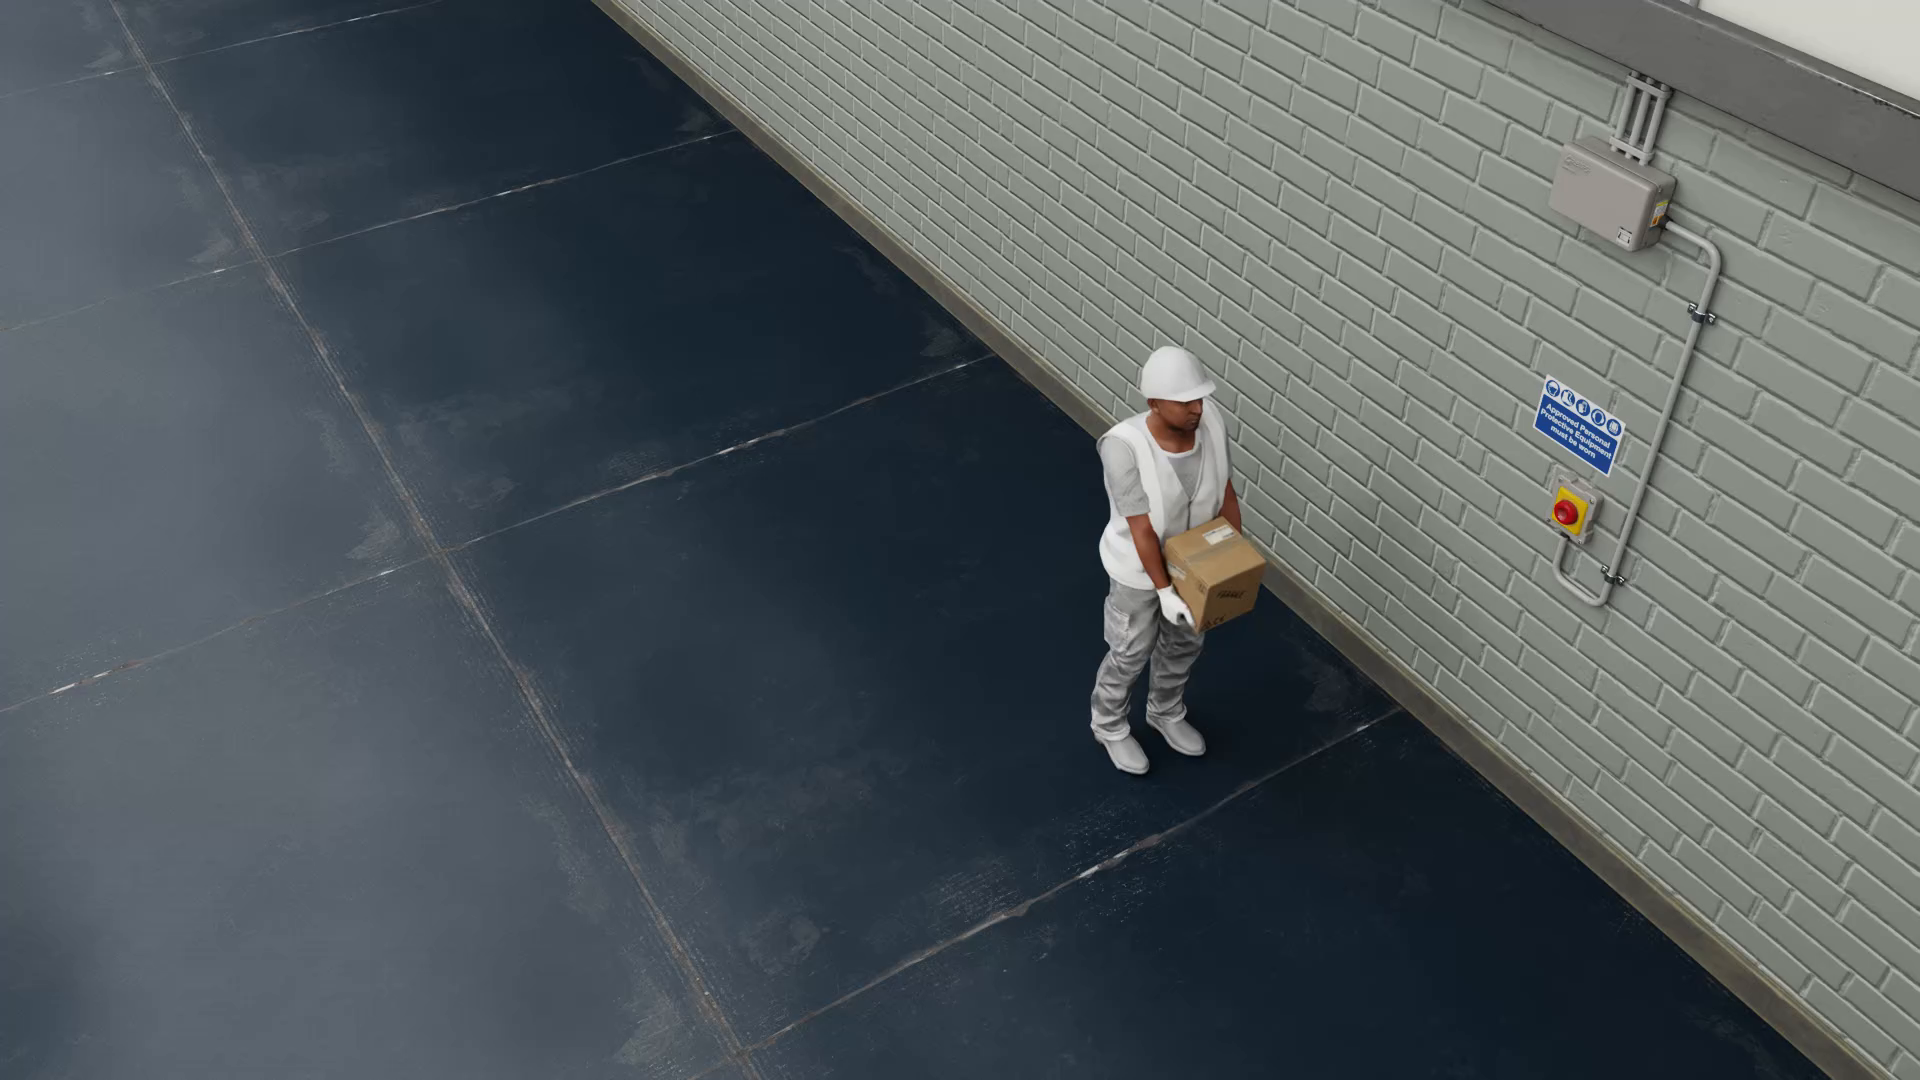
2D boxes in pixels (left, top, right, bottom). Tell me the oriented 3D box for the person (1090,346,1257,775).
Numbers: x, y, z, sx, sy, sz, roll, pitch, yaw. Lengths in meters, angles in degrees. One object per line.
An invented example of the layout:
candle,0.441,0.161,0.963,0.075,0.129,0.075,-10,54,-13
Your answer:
person,0.785,0.133,5.987,0.488,1.780,0.567,-22,45,-24
